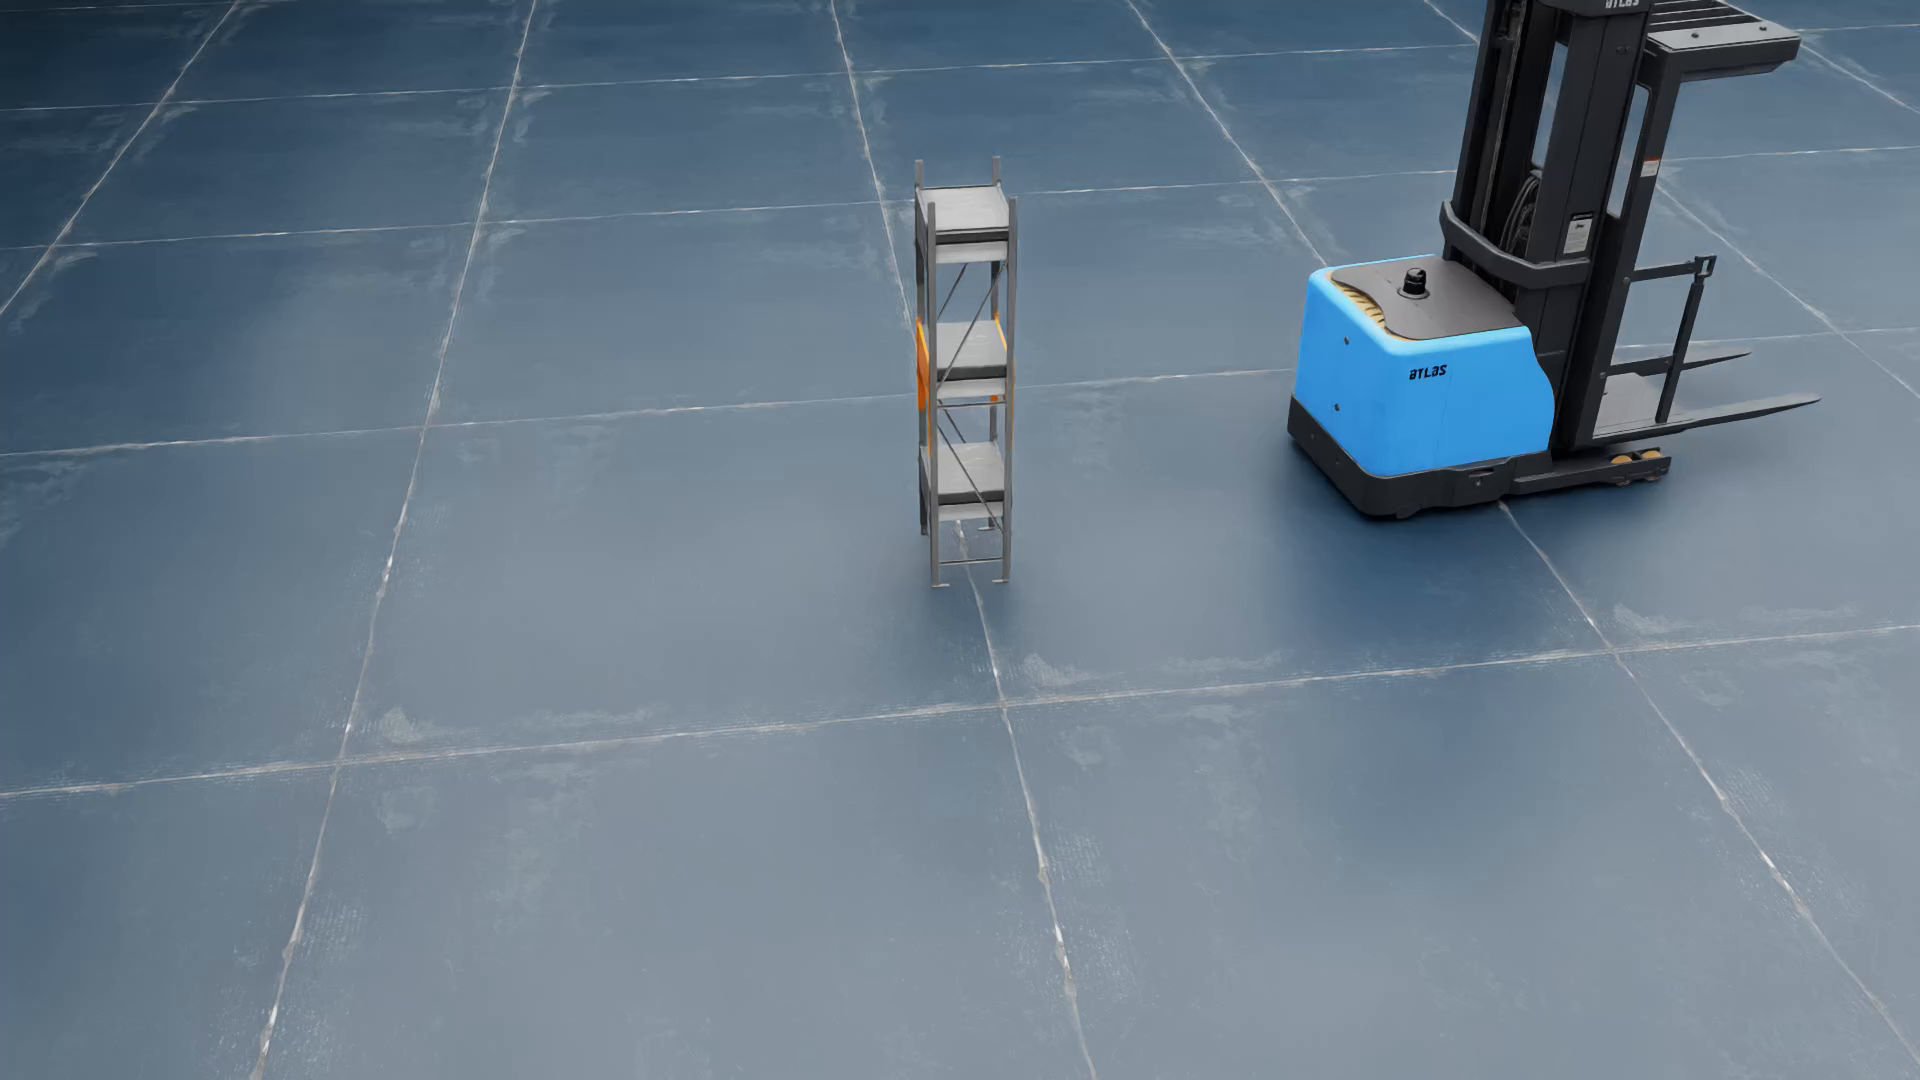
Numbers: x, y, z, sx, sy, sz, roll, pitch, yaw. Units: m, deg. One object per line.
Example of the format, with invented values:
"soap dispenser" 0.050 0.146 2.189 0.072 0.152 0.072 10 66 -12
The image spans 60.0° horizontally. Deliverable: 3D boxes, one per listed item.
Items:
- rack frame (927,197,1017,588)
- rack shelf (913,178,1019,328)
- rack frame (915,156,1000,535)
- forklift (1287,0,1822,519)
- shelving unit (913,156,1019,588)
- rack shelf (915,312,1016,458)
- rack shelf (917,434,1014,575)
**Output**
"rack frame" 0.055 -0.639 7.952 0.400 2.100 0.015 -4 35 -6
"rack shelf" 0.022 -1.342 7.765 0.431 0.518 0.480 -4 35 -6
"rack frame" -0.011 -0.911 8.352 0.400 2.100 0.015 -4 35 -6
"forklift" 3.481 -1.792 8.905 3.031 2.935 1.130 -9 35 -14
"shelving unit" 0.022 -0.775 8.152 0.431 2.100 0.503 -4 35 -6
"rack shelf" 0.022 -0.764 8.159 0.431 0.518 0.480 -4 35 -6
"rack shelf" 0.022 -0.186 8.554 0.431 0.518 0.480 -4 35 -6
